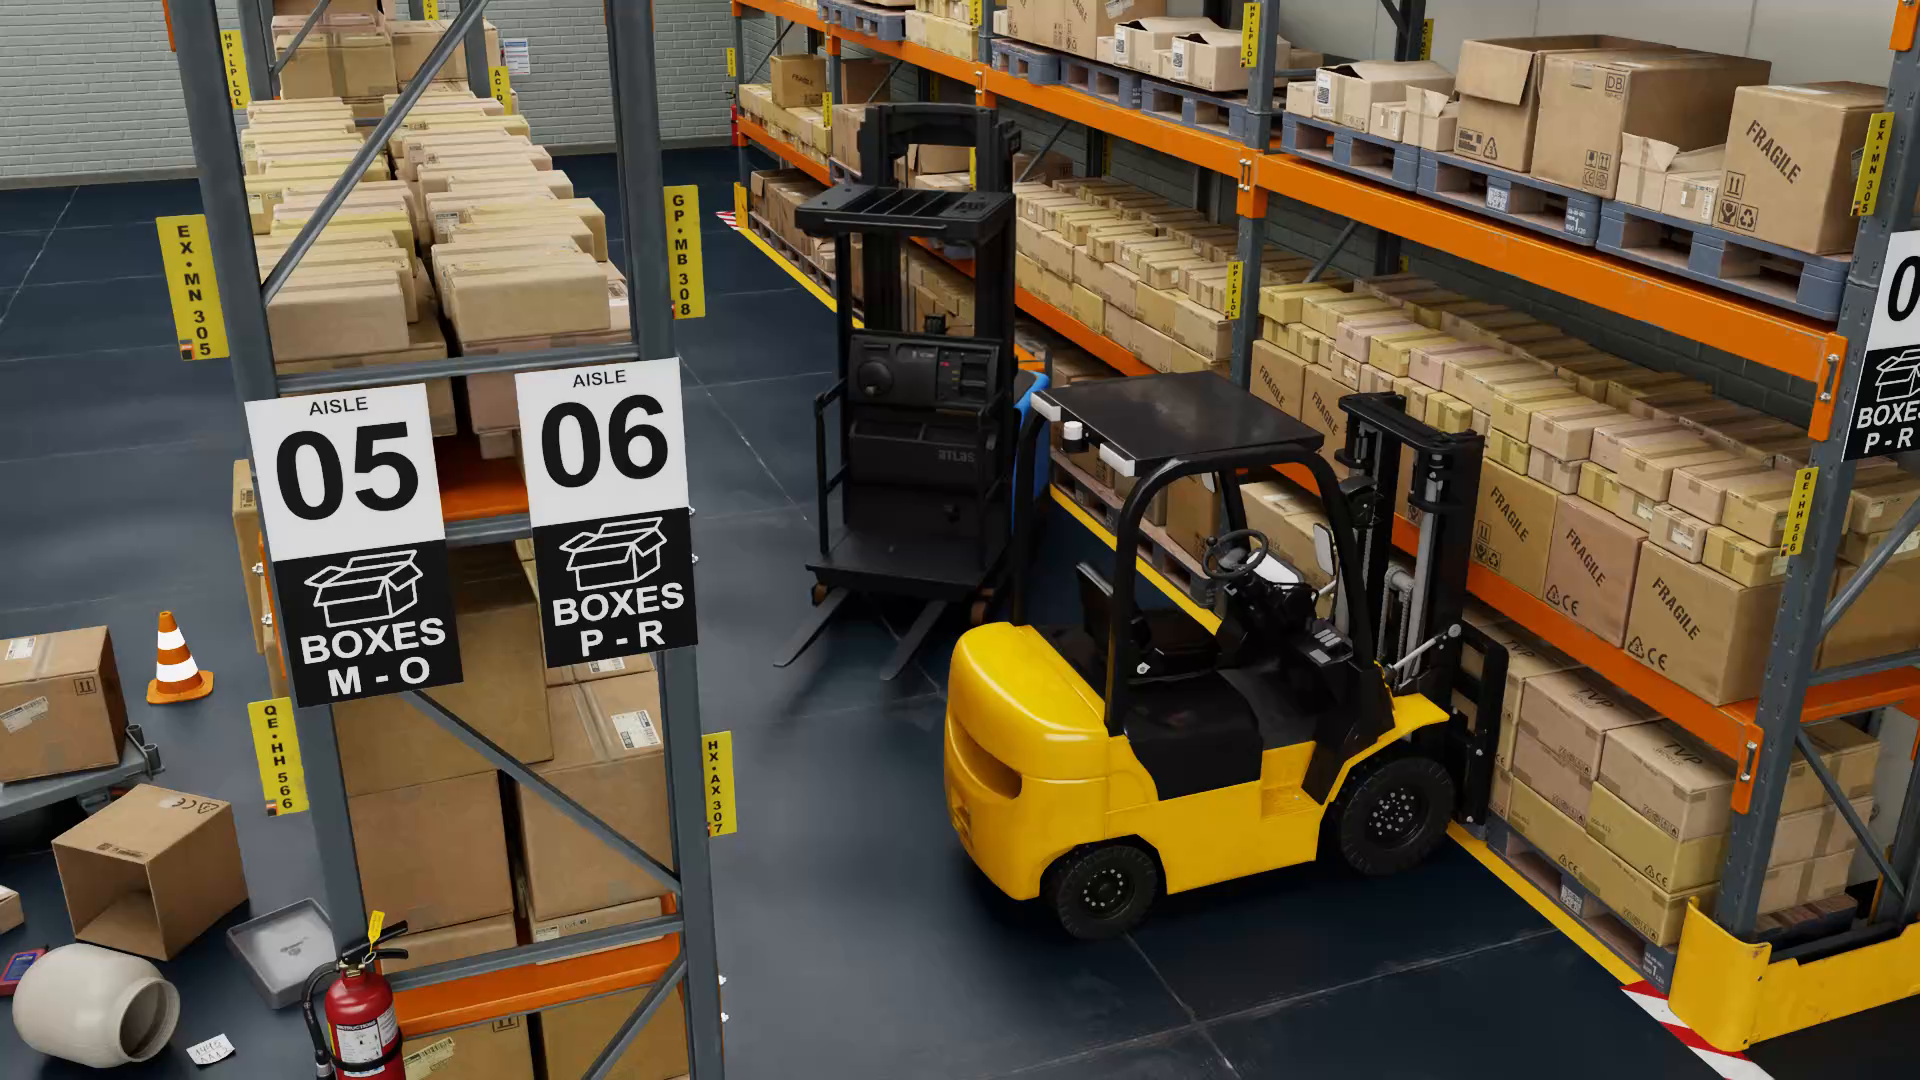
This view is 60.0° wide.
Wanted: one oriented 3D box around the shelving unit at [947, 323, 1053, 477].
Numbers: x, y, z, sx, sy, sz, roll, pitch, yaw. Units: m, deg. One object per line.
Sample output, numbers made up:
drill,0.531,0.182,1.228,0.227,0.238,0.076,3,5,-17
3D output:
shelving unit,0.222,-0.963,12.079,0.538,1.125,1.048,-7,24,-18

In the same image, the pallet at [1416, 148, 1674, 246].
pallet,2.793,-1.570,7.364,1.003,0.211,1.213,-8,24,-19

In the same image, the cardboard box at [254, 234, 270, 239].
cardboard box,-1.986,-0.811,5.261,0.500,0.250,0.500,-8,24,-18

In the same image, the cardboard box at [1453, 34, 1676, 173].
cardboard box,2.630,-1.924,7.289,0.797,0.503,0.637,-8,24,-17

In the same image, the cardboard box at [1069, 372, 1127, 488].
cardboard box,1.311,-0.821,11.851,0.875,0.625,0.625,-9,25,-21

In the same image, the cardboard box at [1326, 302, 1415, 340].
cardboard box,2.151,-1.129,8.719,0.380,0.149,0.250,-9,24,-20

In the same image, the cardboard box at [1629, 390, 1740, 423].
cardboard box,3.177,-0.535,7.311,0.380,0.149,0.250,-8,24,-17

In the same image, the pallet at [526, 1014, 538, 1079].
pallet,-1.470,2.116,5.958,1.003,0.211,1.213,-8,24,-19

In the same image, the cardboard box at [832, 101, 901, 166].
cardboard box,-0.824,-3.917,16.013,0.700,0.500,0.500,-8,24,-18

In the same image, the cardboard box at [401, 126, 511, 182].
cardboard box,-1.903,-1.467,6.304,0.380,0.149,0.250,-9,24,-20

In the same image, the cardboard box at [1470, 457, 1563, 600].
cardboard box,2.678,-0.089,7.470,0.500,0.500,0.500,-9,24,-20

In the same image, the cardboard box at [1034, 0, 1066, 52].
cardboard box,0.927,-3.632,11.346,0.700,0.500,0.500,-9,24,-20

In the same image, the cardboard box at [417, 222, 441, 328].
cardboard box,-1.492,-0.880,5.423,0.500,0.250,0.500,-8,24,-17

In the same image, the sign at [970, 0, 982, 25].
sign,0.119,-3.977,12.297,0.100,0.325,0.005,-8,24,-19

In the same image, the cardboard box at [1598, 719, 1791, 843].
cardboard box,2.999,0.964,6.812,0.500,0.250,0.500,-8,24,-17

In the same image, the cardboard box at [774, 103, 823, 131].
cardboard box,-1.730,-4.654,18.240,0.500,0.250,0.500,-9,24,-20

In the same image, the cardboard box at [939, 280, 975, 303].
cardboard box,0.039,-2.113,14.243,0.380,0.149,0.250,-9,25,-21

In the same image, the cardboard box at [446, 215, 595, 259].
cardboard box,-1.258,-0.821,4.771,0.380,0.149,0.250,-8,24,-19

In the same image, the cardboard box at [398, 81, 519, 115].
cardboard box,-2.433,-2.069,8.087,0.500,0.250,0.500,-9,24,-20

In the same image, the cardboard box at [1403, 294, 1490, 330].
cardboard box,2.592,-1.194,8.873,0.380,0.149,0.250,-9,24,-19

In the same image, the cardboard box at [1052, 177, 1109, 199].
cardboard box,0.931,-2.685,12.795,0.380,0.149,0.250,-8,24,-17

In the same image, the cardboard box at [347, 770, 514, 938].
cardboard box,-1.638,0.816,4.940,0.500,0.500,0.500,-9,24,-20

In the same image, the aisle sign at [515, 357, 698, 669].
aisle sign,-0.877,-0.059,4.182,0.394,0.787,0.004,-8,24,-19

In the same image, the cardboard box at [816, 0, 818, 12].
cardboard box,-1.189,-5.241,16.283,0.380,0.149,0.250,-9,24,-19

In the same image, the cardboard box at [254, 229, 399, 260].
cardboard box,-1.747,-0.747,4.595,0.380,0.149,0.250,-9,24,-20

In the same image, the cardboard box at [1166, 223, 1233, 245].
cardboard box,1.622,-2.040,11.264,0.380,0.149,0.250,-8,24,-19

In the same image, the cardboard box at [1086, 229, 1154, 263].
cardboard box,1.067,-1.962,11.079,0.380,0.149,0.250,-9,24,-20

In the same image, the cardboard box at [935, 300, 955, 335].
cardboard box,0.110,-1.780,14.288,0.500,0.500,0.500,-9,24,-20

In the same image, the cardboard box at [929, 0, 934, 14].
cardboard box,-0.036,-4.401,13.647,0.380,0.149,0.250,-8,24,-19

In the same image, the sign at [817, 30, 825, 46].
sign,-1.673,-6.086,19.929,0.100,0.325,0.005,-8,24,-19

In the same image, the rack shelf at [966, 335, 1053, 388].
rack shelf,0.225,-1.233,11.966,0.538,0.278,1.000,-7,24,-18

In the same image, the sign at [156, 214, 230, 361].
sign,-1.715,-0.563,3.721,0.100,0.325,0.005,-8,24,-19

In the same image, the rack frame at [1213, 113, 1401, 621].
rack frame,2.040,-0.977,9.707,1.000,3.000,0.127,-8,24,-19

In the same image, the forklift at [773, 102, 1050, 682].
forklift,-0.280,-0.992,9.830,1.130,2.935,3.031,6,24,15

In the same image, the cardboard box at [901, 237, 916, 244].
cardboard box,-0.527,-2.778,15.822,0.380,0.149,0.250,-9,24,-20

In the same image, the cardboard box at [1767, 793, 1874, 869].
cardboard box,3.482,1.120,7.087,0.500,0.250,0.500,-8,24,-18

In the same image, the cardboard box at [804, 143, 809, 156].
cardboard box,-1.429,-4.131,17.513,0.380,0.149,0.250,-8,24,-18

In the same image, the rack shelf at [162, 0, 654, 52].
rack shelf,-1.895,-2.000,5.339,1.077,0.370,4.000,-8,24,-19

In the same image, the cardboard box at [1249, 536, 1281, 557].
cardboard box,1.922,0.084,9.545,0.500,0.250,0.500,-8,24,-19

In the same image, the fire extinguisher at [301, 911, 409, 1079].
fire extinguisher,-1.580,1.299,4.406,0.296,0.674,0.183,-8,24,-19

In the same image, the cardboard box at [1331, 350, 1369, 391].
cardboard box,2.136,-0.886,8.526,0.380,0.149,0.250,-8,24,-18

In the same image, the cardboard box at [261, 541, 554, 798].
cardboard box,-1.574,0.359,4.737,0.700,0.500,0.500,-9,24,-20

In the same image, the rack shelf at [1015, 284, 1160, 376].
rack shelf,1.334,-1.373,11.571,1.077,0.370,4.000,-8,24,-19

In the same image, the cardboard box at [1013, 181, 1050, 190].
cardboard box,0.464,-2.619,12.639,0.380,0.149,0.250,-8,24,-17

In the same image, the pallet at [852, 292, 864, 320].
pallet,-0.463,-2.309,16.456,1.003,0.211,1.213,-8,24,-19

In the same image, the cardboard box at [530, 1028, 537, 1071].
cardboard box,-1.388,1.714,6.320,0.500,0.250,0.500,-7,24,-17

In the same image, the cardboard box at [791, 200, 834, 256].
cardboard box,-1.439,-3.451,18.253,0.700,0.500,0.500,-9,25,-21

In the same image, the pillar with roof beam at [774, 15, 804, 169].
pillar with roof beam,-6.336,-8.615,20.103,9.100,9.000,0.400,-8,24,-19

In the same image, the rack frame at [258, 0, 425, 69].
rack frame,-4.015,-4.513,10.371,1.000,3.000,0.127,-8,24,-19

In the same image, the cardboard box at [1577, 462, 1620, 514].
cardboard box,2.839,-0.240,6.992,0.380,0.149,0.250,-9,24,-19

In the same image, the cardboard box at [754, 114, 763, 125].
cardboard box,-2.206,-4.979,19.524,0.380,0.149,0.250,-8,24,-18

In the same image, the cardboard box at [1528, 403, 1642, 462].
cardboard box,2.681,-0.464,7.142,0.380,0.149,0.250,-8,24,-18

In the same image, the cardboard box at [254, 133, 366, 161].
cardboard box,-2.389,-1.400,6.143,0.380,0.149,0.250,-9,25,-21

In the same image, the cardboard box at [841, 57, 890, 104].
cardboard box,-1.063,-4.875,17.799,0.500,0.500,0.500,-9,24,-20
